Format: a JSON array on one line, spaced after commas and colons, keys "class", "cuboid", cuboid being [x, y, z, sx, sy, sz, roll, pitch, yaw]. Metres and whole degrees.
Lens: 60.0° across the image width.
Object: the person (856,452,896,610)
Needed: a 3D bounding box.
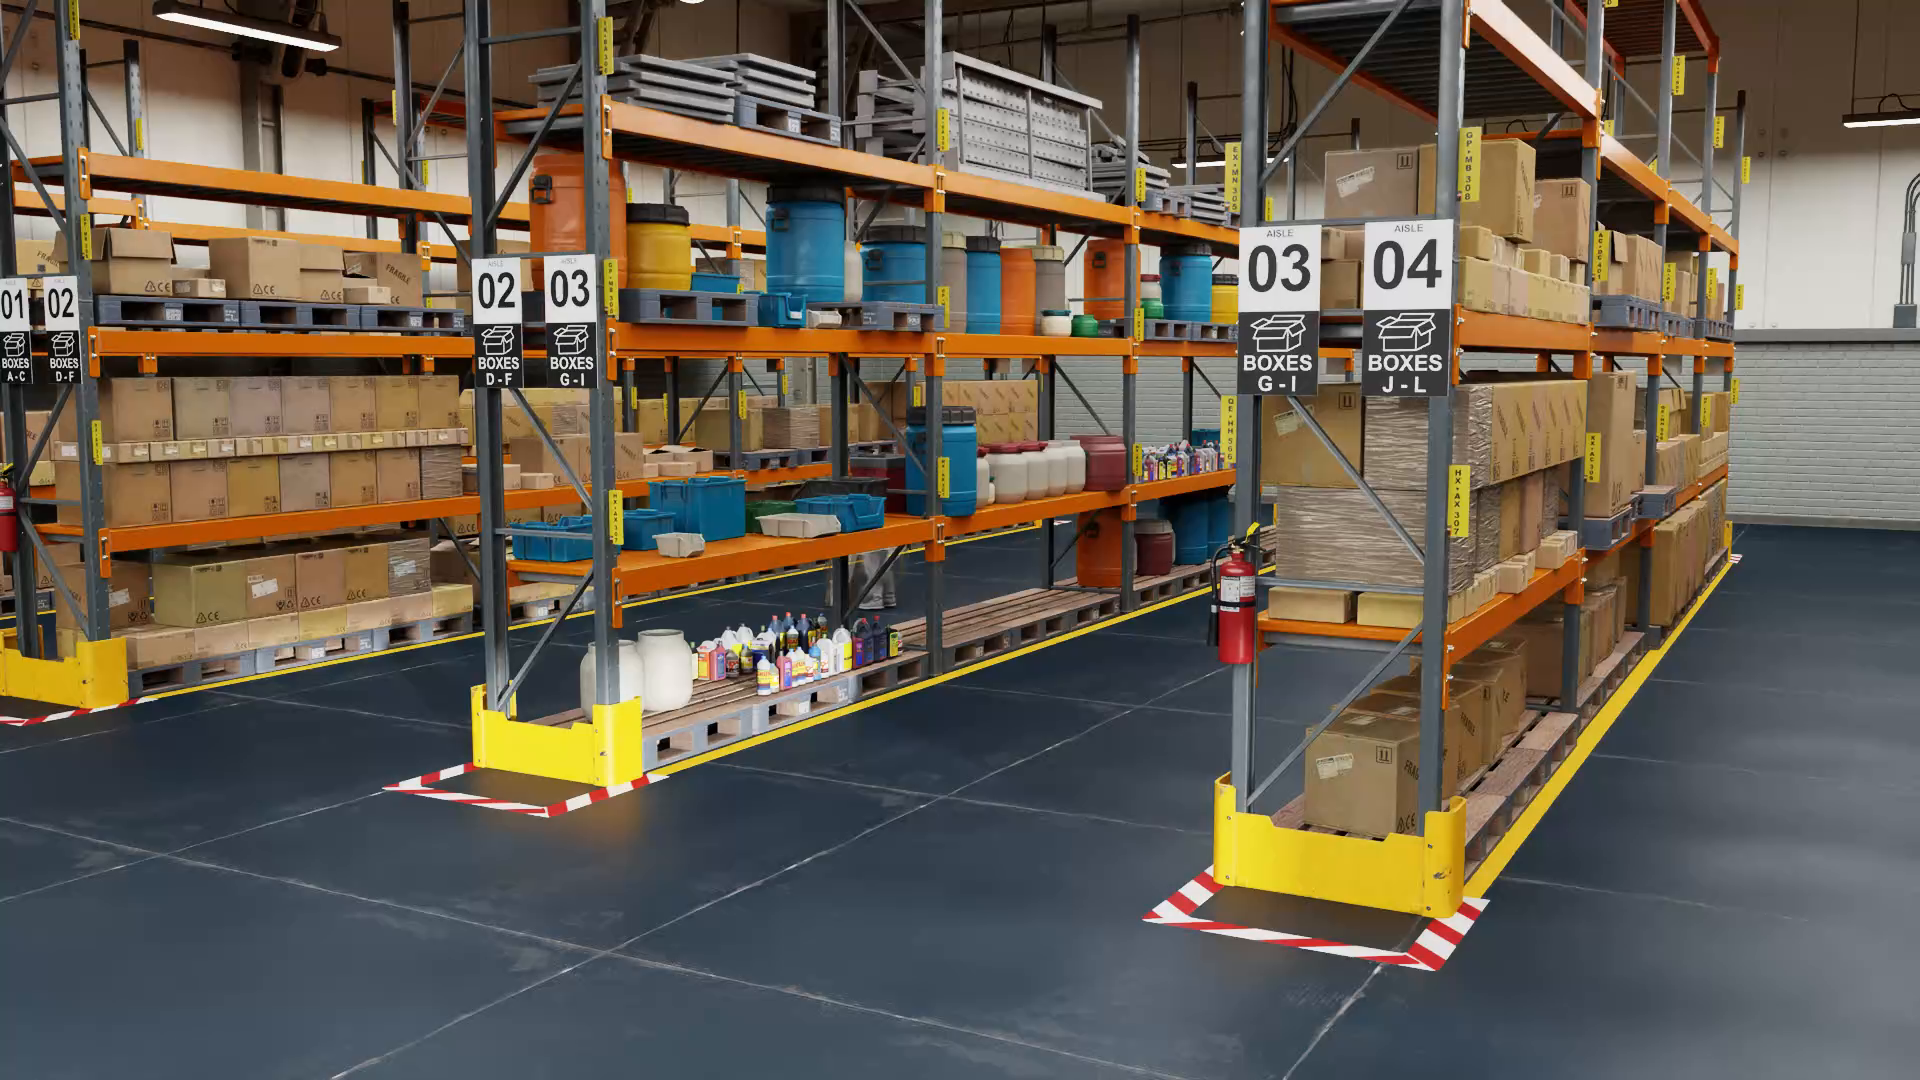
[{"class": "person", "cuboid": [-0.930, -0.100, 17.429, 0.549, 1.648, 0.414, 3, 7, 27]}]
